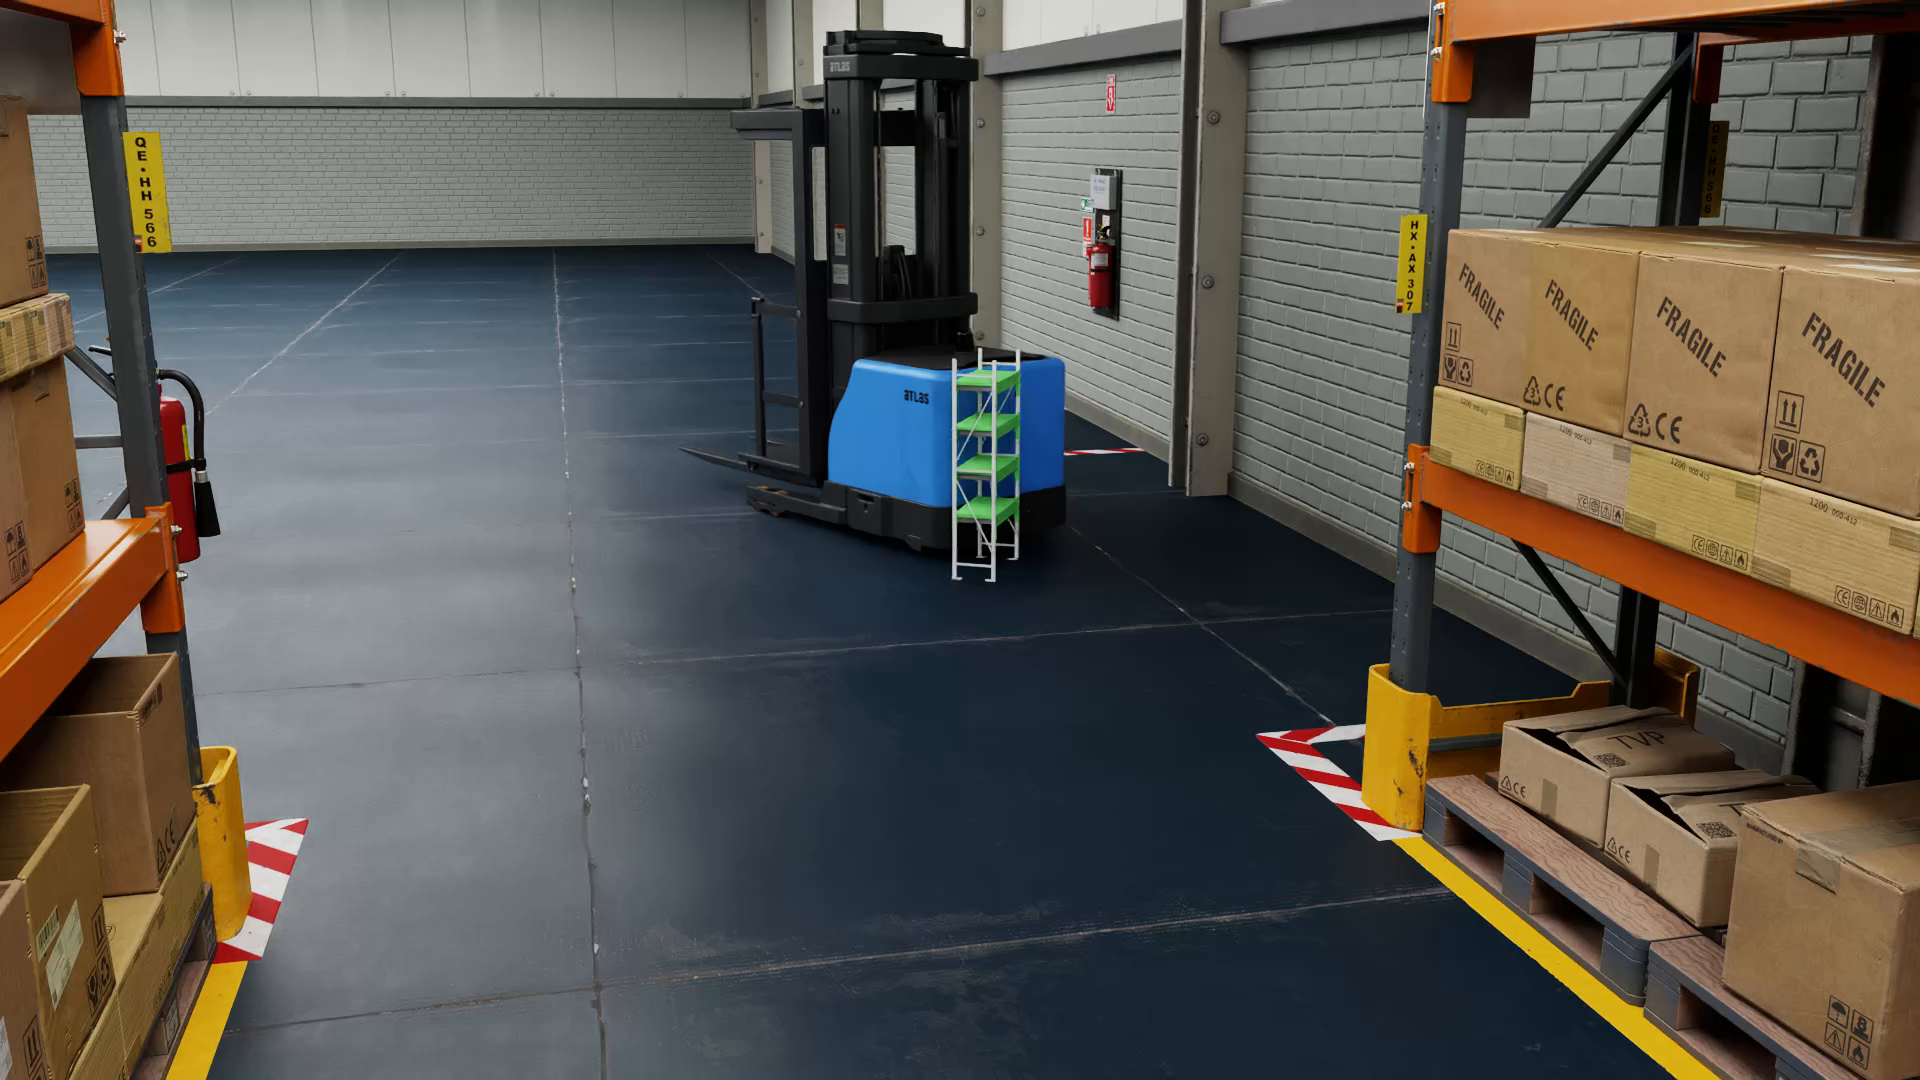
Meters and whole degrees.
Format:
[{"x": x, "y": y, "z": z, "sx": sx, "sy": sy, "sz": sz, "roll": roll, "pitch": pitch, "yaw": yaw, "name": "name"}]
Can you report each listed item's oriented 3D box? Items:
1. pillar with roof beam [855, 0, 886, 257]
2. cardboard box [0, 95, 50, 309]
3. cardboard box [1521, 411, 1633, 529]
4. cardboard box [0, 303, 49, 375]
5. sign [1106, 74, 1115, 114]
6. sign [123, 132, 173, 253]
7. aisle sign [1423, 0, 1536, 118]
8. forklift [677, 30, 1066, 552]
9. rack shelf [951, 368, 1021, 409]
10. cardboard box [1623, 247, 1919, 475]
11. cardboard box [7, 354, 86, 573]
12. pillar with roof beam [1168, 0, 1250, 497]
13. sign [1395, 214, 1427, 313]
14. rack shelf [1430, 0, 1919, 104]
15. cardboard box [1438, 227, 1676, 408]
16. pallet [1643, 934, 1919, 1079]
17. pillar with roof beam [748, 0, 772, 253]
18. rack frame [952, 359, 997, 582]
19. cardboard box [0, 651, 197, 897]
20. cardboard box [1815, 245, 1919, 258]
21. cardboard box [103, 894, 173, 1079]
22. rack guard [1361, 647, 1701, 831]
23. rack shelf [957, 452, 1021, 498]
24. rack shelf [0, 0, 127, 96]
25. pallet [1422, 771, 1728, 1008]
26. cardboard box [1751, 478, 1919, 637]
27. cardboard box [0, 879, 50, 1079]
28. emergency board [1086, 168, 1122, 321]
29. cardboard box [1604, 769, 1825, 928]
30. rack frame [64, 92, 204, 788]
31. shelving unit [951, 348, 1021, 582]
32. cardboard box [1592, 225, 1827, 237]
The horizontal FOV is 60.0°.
[{"x": -5.369, "y": -7.244, "z": 20.618, "sx": 9.100, "sy": 9.000, "sz": 0.400, "roll": -3, "pitch": 14, "yaw": -13, "name": "pillar with roof beam"}, {"x": -2.667, "y": -0.812, "z": 3.986, "sx": 0.700, "sy": 0.500, "sz": 0.500, "roll": -3, "pitch": 14, "yaw": -13, "name": "cardboard box"}, {"x": 1.980, "y": -0.218, "z": 4.775, "sx": 0.500, "sy": 0.250, "sz": 0.500, "roll": -4, "pitch": 14, "yaw": -15, "name": "cardboard box"}, {"x": -2.439, "y": -0.480, "z": 3.993, "sx": 0.380, "sy": 0.149, "sz": 0.250, "roll": -3, "pitch": 14, "yaw": -12, "name": "cardboard box"}, {"x": 1.186, "y": -3.507, "z": 13.079, "sx": 0.001, "sy": 0.298, "sz": 0.199, "roll": -3, "pitch": 14, "yaw": -13, "name": "sign"}, {"x": -2.246, "y": -0.958, "z": 4.591, "sx": 0.100, "sy": 0.325, "sz": 0.005, "roll": -3, "pitch": 14, "yaw": -13, "name": "sign"}, {"x": 1.729, "y": -1.794, "z": 5.471, "sx": 0.394, "sy": 0.787, "sz": 0.004, "roll": -3, "pitch": 14, "yaw": -13, "name": "aisle sign"}, {"x": -0.721, "y": -1.642, "z": 10.474, "sx": 1.130, "sy": 2.935, "sz": 3.031, "roll": -12, "pitch": 18, "yaw": -40, "name": "forklift"}, {"x": 0.147, "y": -0.826, "z": 9.027, "sx": 0.258, "sy": 0.148, "sz": 0.480, "roll": 4, "pitch": 14, "yaw": 16, "name": "rack shelf"}, {"x": 2.079, "y": -0.471, "z": 4.228, "sx": 0.500, "sy": 0.500, "sz": 0.500, "roll": -4, "pitch": 14, "yaw": -15, "name": "cardboard box"}, {"x": -2.679, "y": -0.194, "z": 4.190, "sx": 0.700, "sy": 0.500, "sz": 0.500, "roll": -3, "pitch": 14, "yaw": -13, "name": "cardboard box"}, {"x": -2.551, "y": -4.476, "z": 9.287, "sx": 9.100, "sy": 9.000, "sz": 0.400, "roll": -3, "pitch": 14, "yaw": -13, "name": "pillar with roof beam"}, {"x": 1.510, "y": -0.921, "z": 5.553, "sx": 0.100, "sy": 0.325, "sz": 0.005, "roll": -3, "pitch": 14, "yaw": -13, "name": "sign"}, {"x": 2.507, "y": -1.177, "z": 3.620, "sx": 1.077, "sy": 0.370, "sz": 4.000, "roll": -3, "pitch": 14, "yaw": -13, "name": "rack shelf"}, {"x": 1.858, "y": -0.705, "z": 5.187, "sx": 0.500, "sy": 0.500, "sz": 0.500, "roll": -3, "pitch": 14, "yaw": -13, "name": "cardboard box"}, {"x": 2.495, "y": 1.312, "z": 4.114, "sx": 1.003, "sy": 0.211, "sz": 1.213, "roll": -3, "pitch": 14, "yaw": -13, "name": "pallet"}, {"x": -8.187, "y": -10.013, "z": 31.950, "sx": 9.100, "sy": 9.000, "sz": 0.400, "roll": -3, "pitch": 14, "yaw": -13, "name": "pillar with roof beam"}, {"x": 0.076, "y": -0.366, "z": 8.899, "sx": 0.240, "sy": 1.200, "sz": 0.015, "roll": 4, "pitch": 14, "yaw": 16, "name": "rack frame"}, {"x": -2.361, "y": 0.621, "z": 4.395, "sx": 0.500, "sy": 0.500, "sz": 0.500, "roll": -3, "pitch": 14, "yaw": -13, "name": "cardboard box"}, {"x": 2.589, "y": -0.499, "z": 4.345, "sx": 0.500, "sy": 0.500, "sz": 0.500, "roll": -4, "pitch": 14, "yaw": -15, "name": "cardboard box"}, {"x": -2.234, "y": 1.100, "z": 4.014, "sx": 0.500, "sy": 0.250, "sz": 0.500, "roll": -3, "pitch": 14, "yaw": -13, "name": "cardboard box"}, {"x": 2.056, "y": 0.701, "z": 6.004, "sx": 1.175, "sy": 0.500, "sz": 0.348, "roll": -3, "pitch": 14, "yaw": -13, "name": "rack guard"}, {"x": 0.147, "y": -0.360, "z": 9.141, "sx": 0.258, "sy": 0.148, "sz": 0.480, "roll": 4, "pitch": 14, "yaw": 16, "name": "rack shelf"}, {"x": -2.307, "y": -0.900, "z": 2.487, "sx": 1.077, "sy": 0.370, "sz": 4.000, "roll": -3, "pitch": 14, "yaw": -13, "name": "rack shelf"}, {"x": 2.212, "y": 1.031, "z": 5.264, "sx": 1.003, "sy": 0.211, "sz": 1.213, "roll": -3, "pitch": 14, "yaw": -13, "name": "pallet"}, {"x": 2.210, "y": 0.016, "z": 3.814, "sx": 0.500, "sy": 0.250, "sz": 0.500, "roll": -3, "pitch": 14, "yaw": -13, "name": "cardboard box"}, {"x": -1.996, "y": 0.966, "z": 2.982, "sx": 0.500, "sy": 0.500, "sz": 0.500, "roll": -3, "pitch": 14, "yaw": -13, "name": "cardboard box"}, {"x": 1.091, "y": -2.374, "z": 13.324, "sx": 0.194, "sy": 1.169, "sz": 0.643, "roll": -3, "pitch": 14, "yaw": -13, "name": "emergency board"}, {"x": 2.247, "y": 0.858, "z": 4.834, "sx": 0.500, "sy": 0.311, "sz": 0.500, "roll": -2, "pitch": 14, "yaw": -9, "name": "cardboard box"}, {"x": -2.777, "y": -0.254, "z": 4.646, "sx": 1.000, "sy": 3.000, "sz": 0.127, "roll": -3, "pitch": 14, "yaw": -13, "name": "rack frame"}, {"x": 0.147, "y": -0.422, "z": 9.126, "sx": 0.258, "sy": 1.200, "sz": 0.503, "roll": 4, "pitch": 14, "yaw": 16, "name": "shelving unit"}, {"x": 2.355, "y": -0.735, "z": 5.309, "sx": 0.500, "sy": 0.500, "sz": 0.500, "roll": -3, "pitch": 14, "yaw": -14, "name": "cardboard box"}]
